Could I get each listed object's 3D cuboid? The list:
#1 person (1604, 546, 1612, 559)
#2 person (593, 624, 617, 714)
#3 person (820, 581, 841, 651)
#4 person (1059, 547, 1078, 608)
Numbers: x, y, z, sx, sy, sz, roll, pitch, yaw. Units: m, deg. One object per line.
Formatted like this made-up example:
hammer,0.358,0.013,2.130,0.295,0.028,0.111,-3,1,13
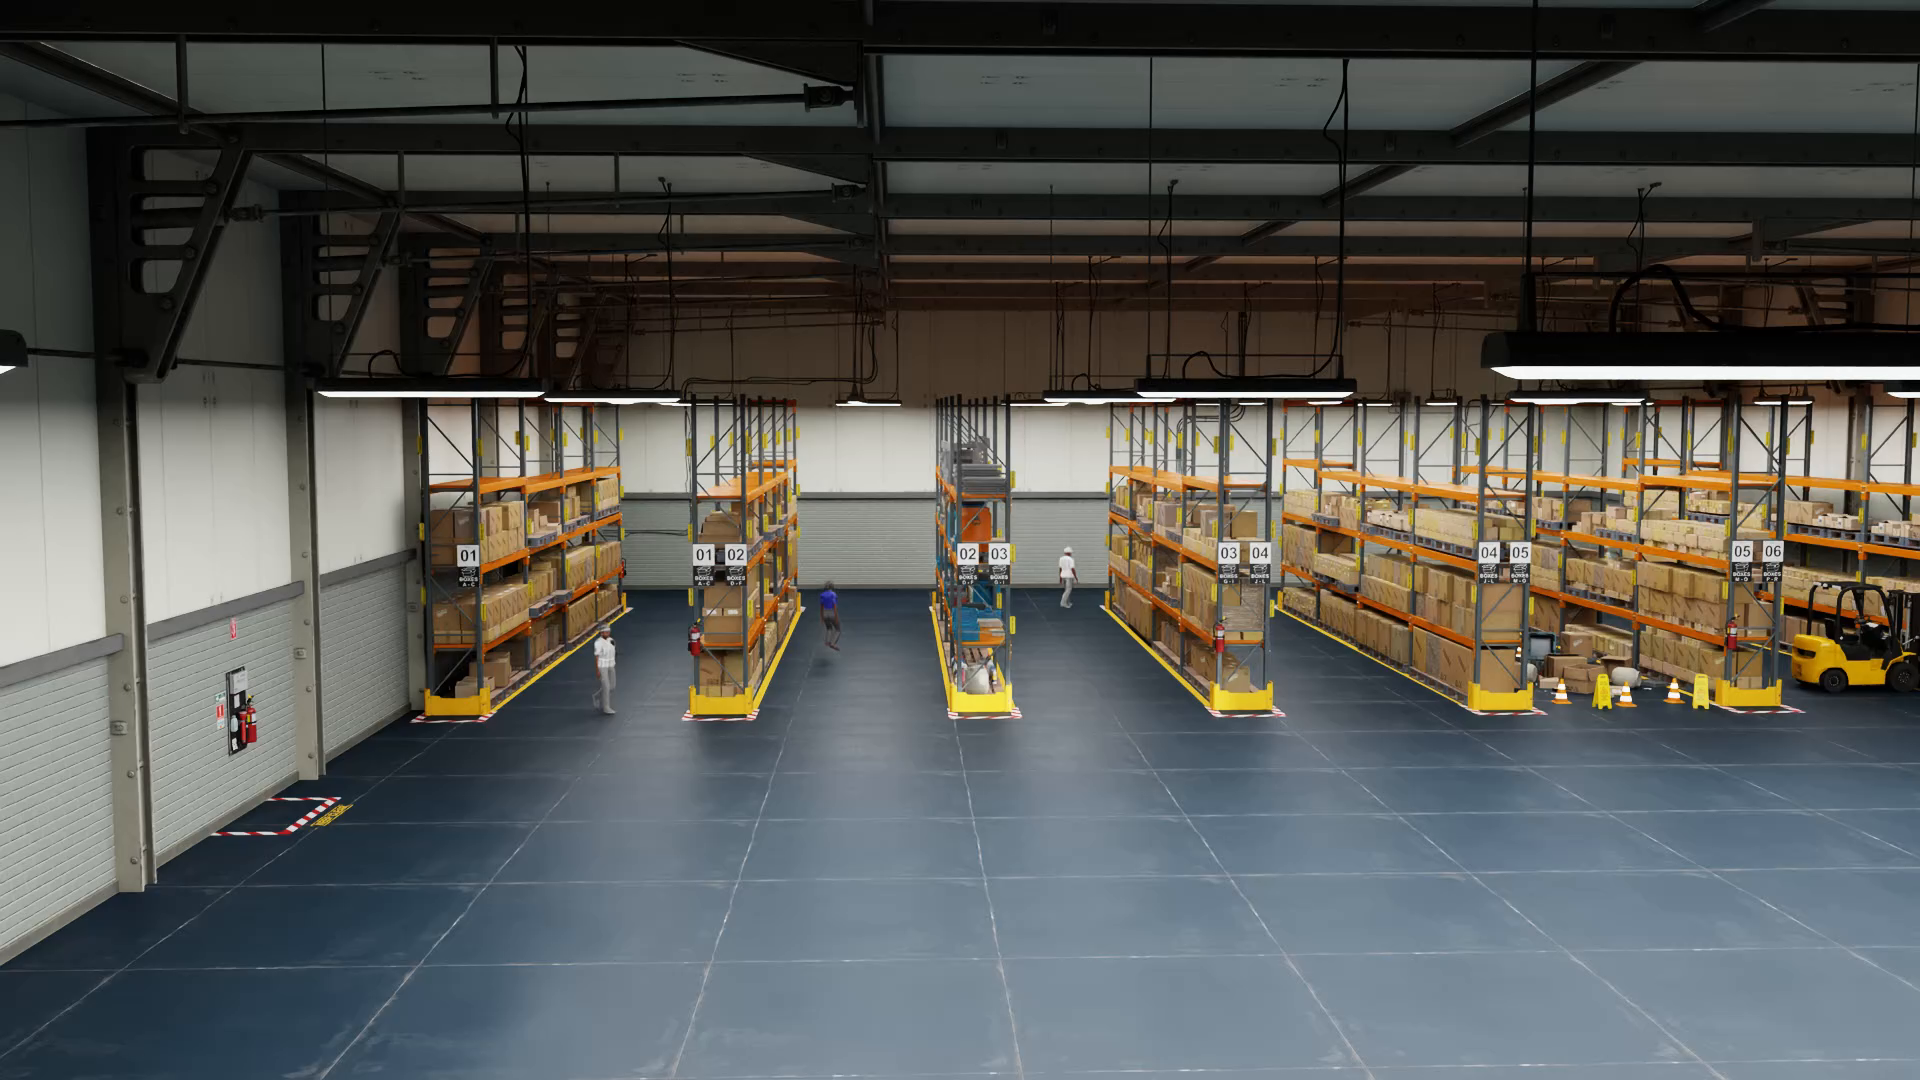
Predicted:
person,19.280,0.940,49.699,0.967,1.742,0.540,-1,5,-7
person,-6.716,2.408,31.389,0.696,1.662,0.502,3,5,35
person,-2.973,1.741,38.070,0.498,1.586,0.468,1,5,15
person,3.088,1.084,47.831,0.737,1.759,0.593,-3,5,-34
